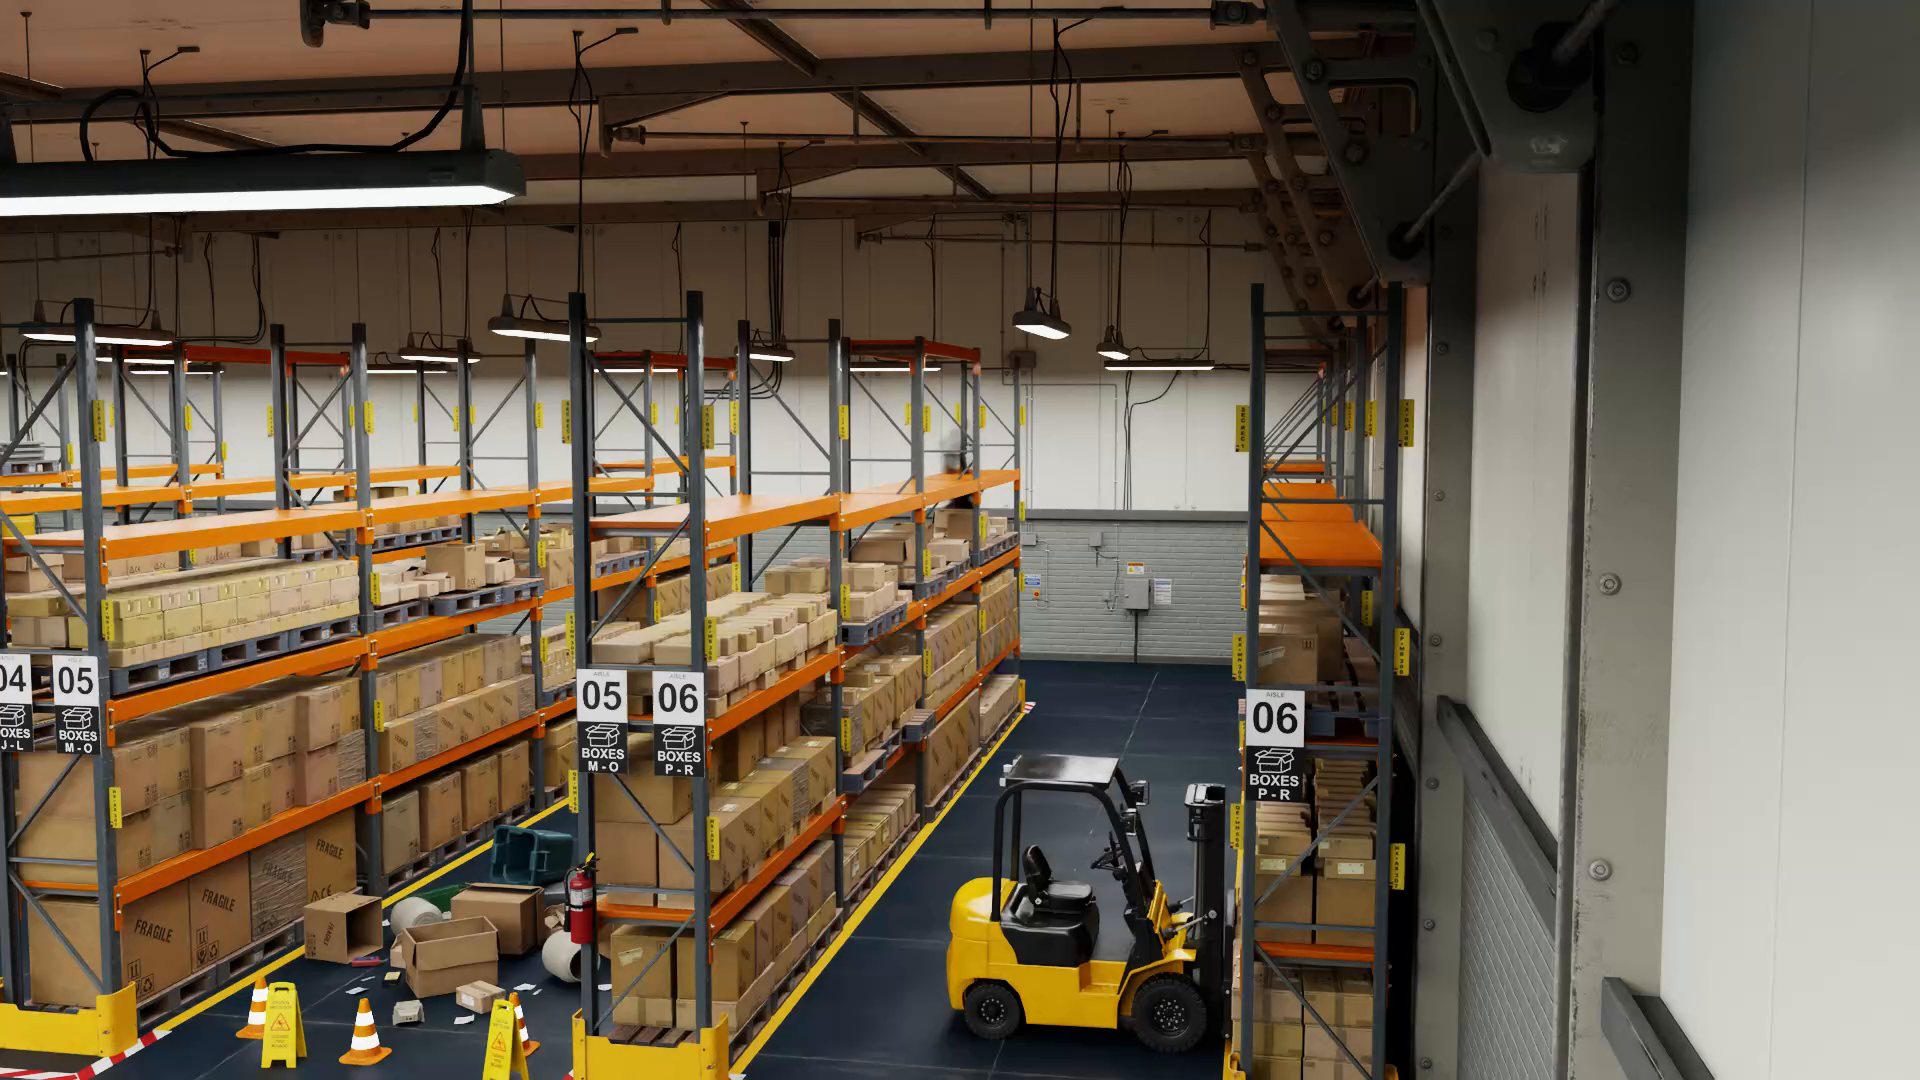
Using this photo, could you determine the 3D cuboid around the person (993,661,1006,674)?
[{"bbox_3d":[0.569,1.985,29.595,0.654,1.712,0.608,2,5,21],"label":"person"}]
